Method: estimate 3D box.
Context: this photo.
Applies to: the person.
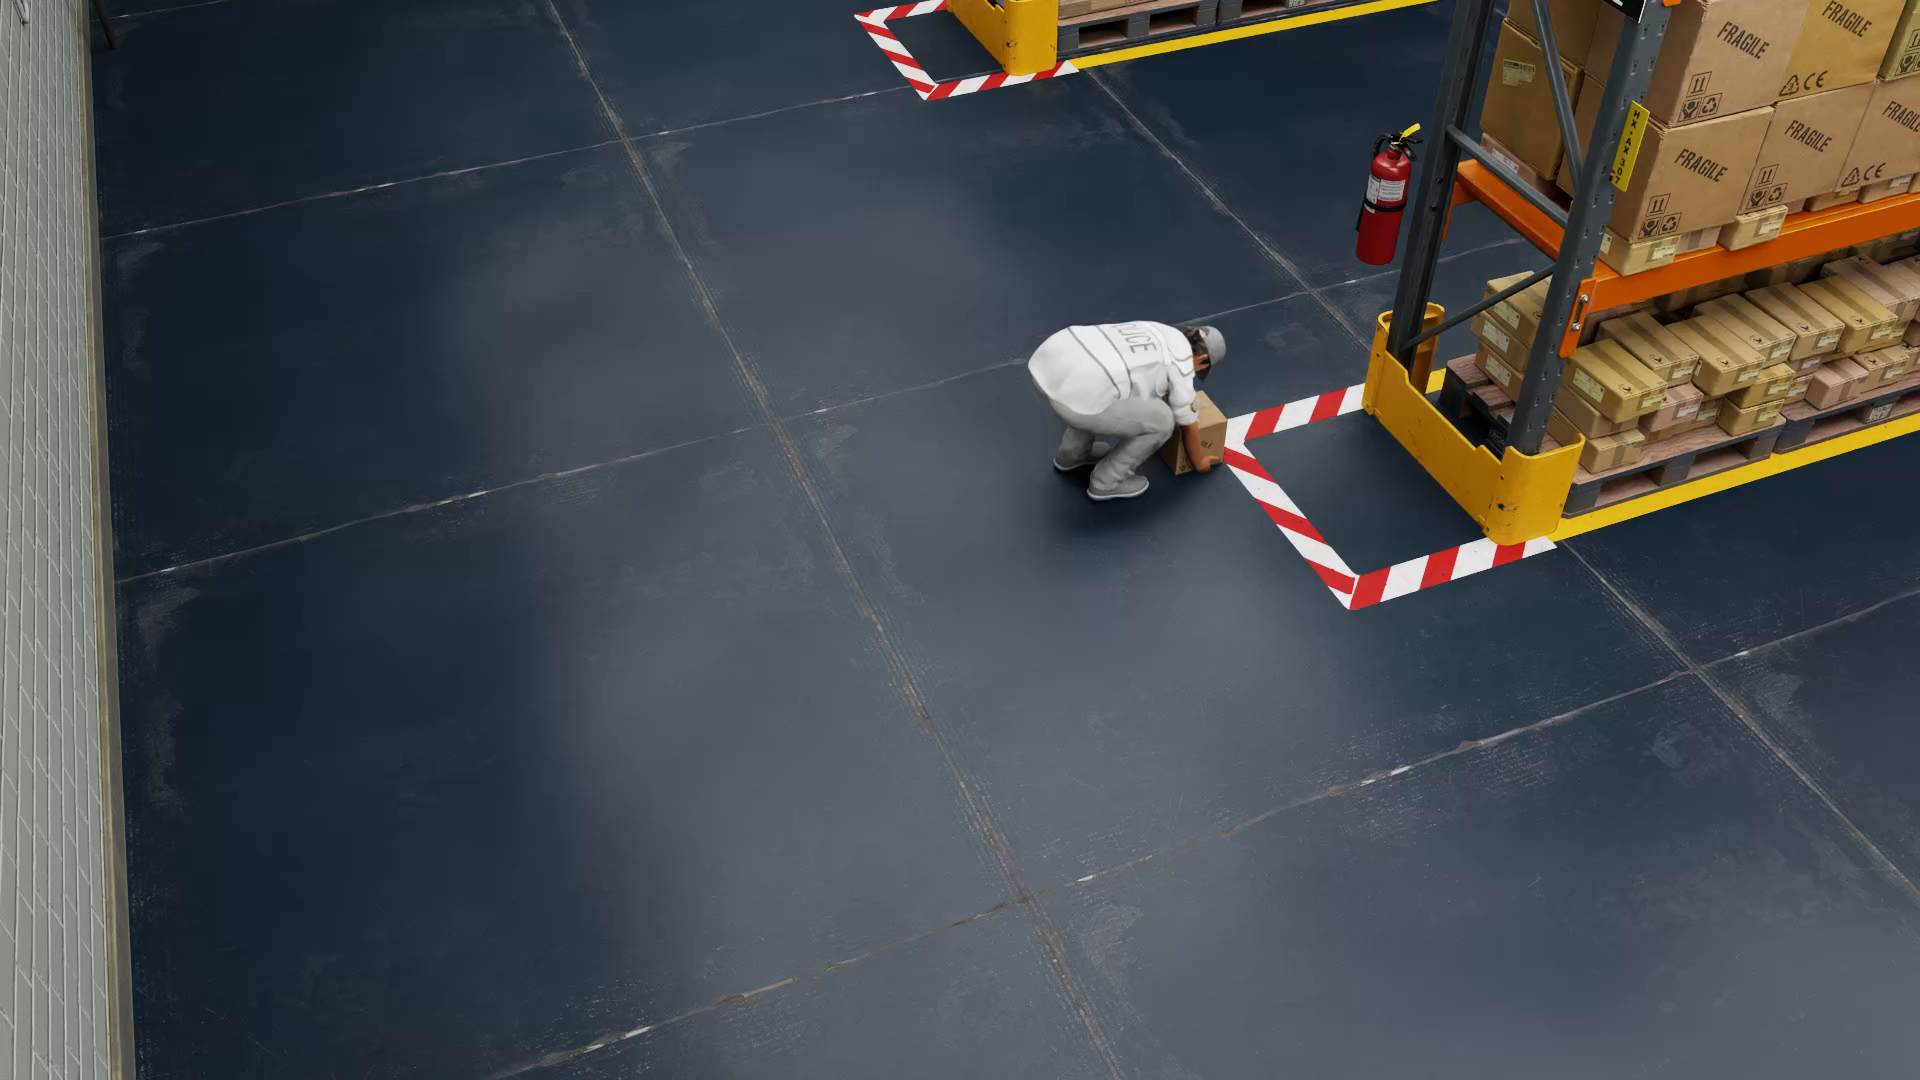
[{"bbox_3d":[0.772,-0.630,7.500,0.920,0.833,0.512,-17,45,-18],"label":"person"}]
